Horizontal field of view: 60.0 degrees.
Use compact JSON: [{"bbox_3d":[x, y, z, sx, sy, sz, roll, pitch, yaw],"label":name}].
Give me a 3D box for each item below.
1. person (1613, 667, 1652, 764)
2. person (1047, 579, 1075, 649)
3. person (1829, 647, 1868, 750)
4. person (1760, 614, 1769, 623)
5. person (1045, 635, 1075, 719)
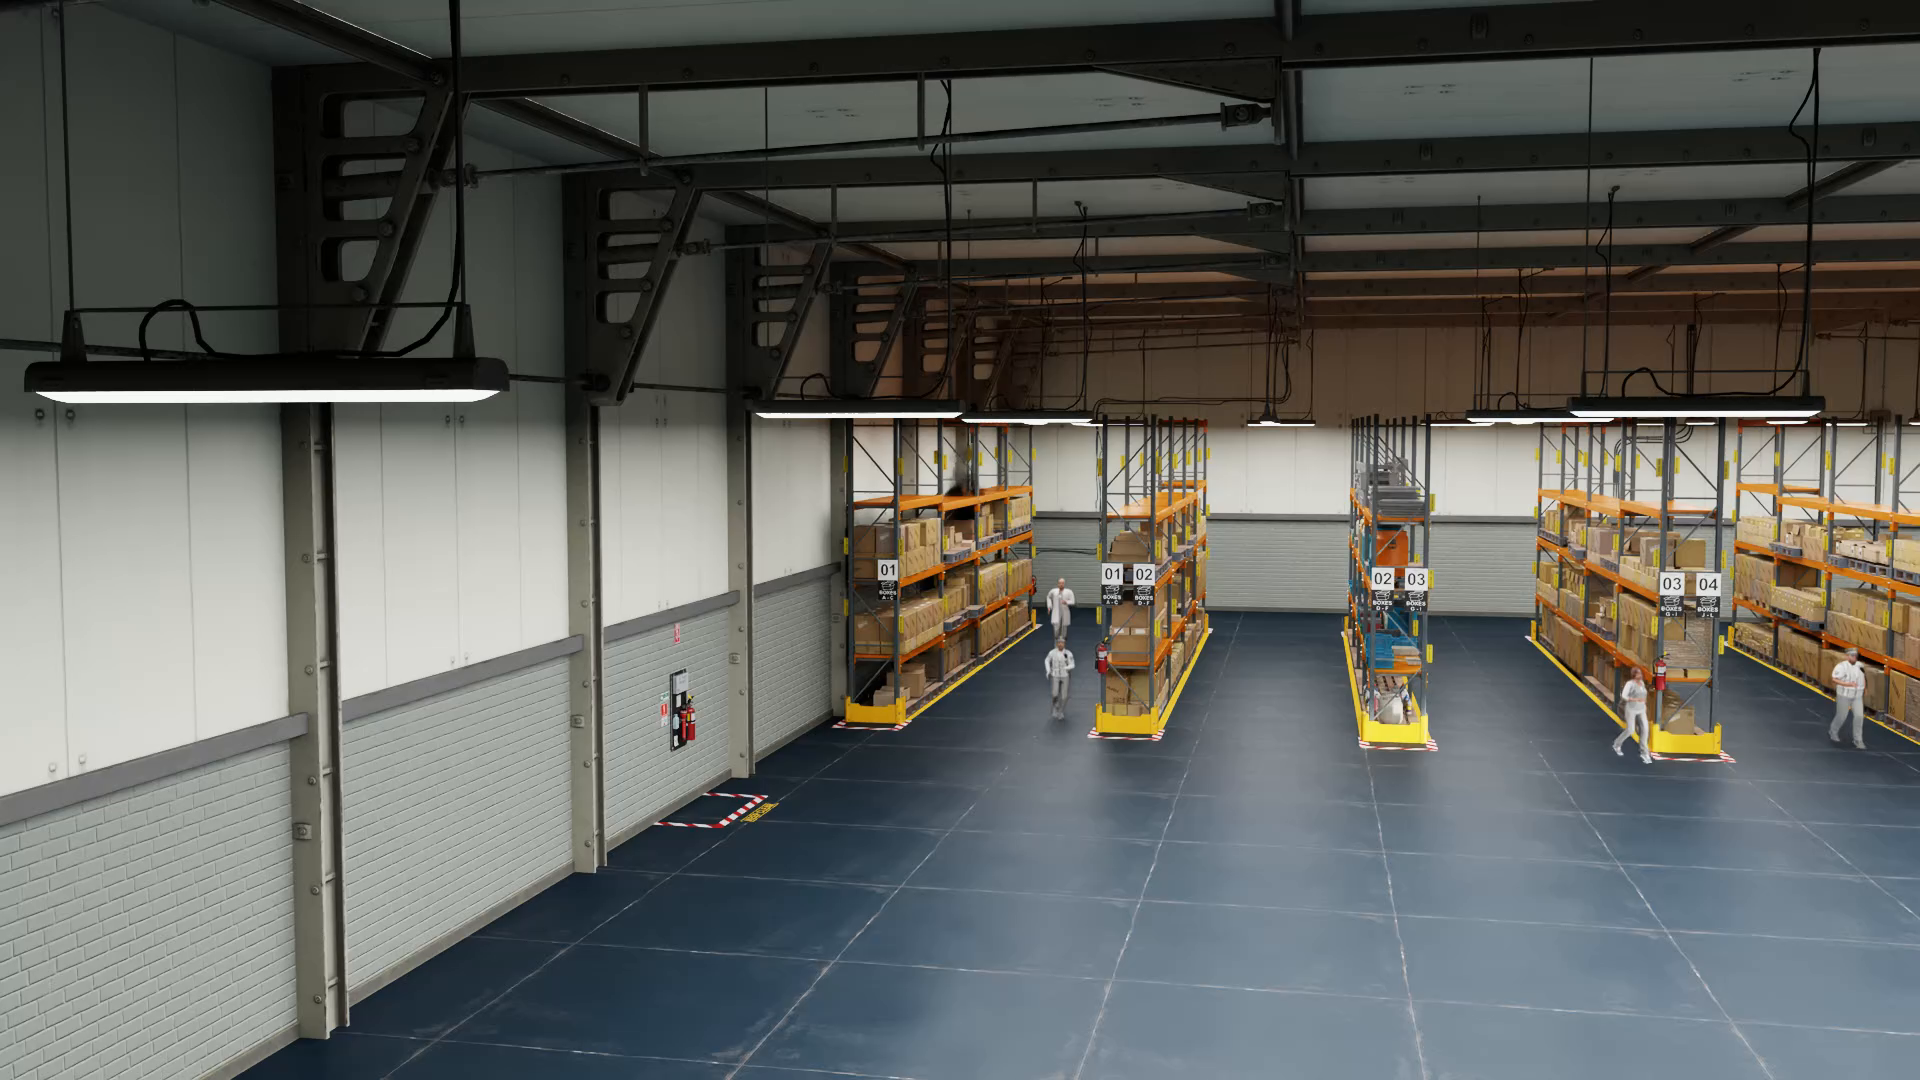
[{"bbox_3d":[11.651,3.001,28.748,0.544,1.626,0.768,-1,4,-21],"label":"person"},{"bbox_3d":[2.445,1.825,40.329,0.674,1.782,0.796,0,4,3],"label":"person"},{"bbox_3d":[16.086,2.838,30.085,0.683,1.839,0.831,0,4,0],"label":"person"},{"bbox_3d":[21.931,1.855,44.983,0.718,1.690,0.666,-3,5,-40],"label":"person"},{"bbox_3d":[1.958,2.698,32.658,0.589,1.656,0.609,0,4,4],"label":"person"}]
